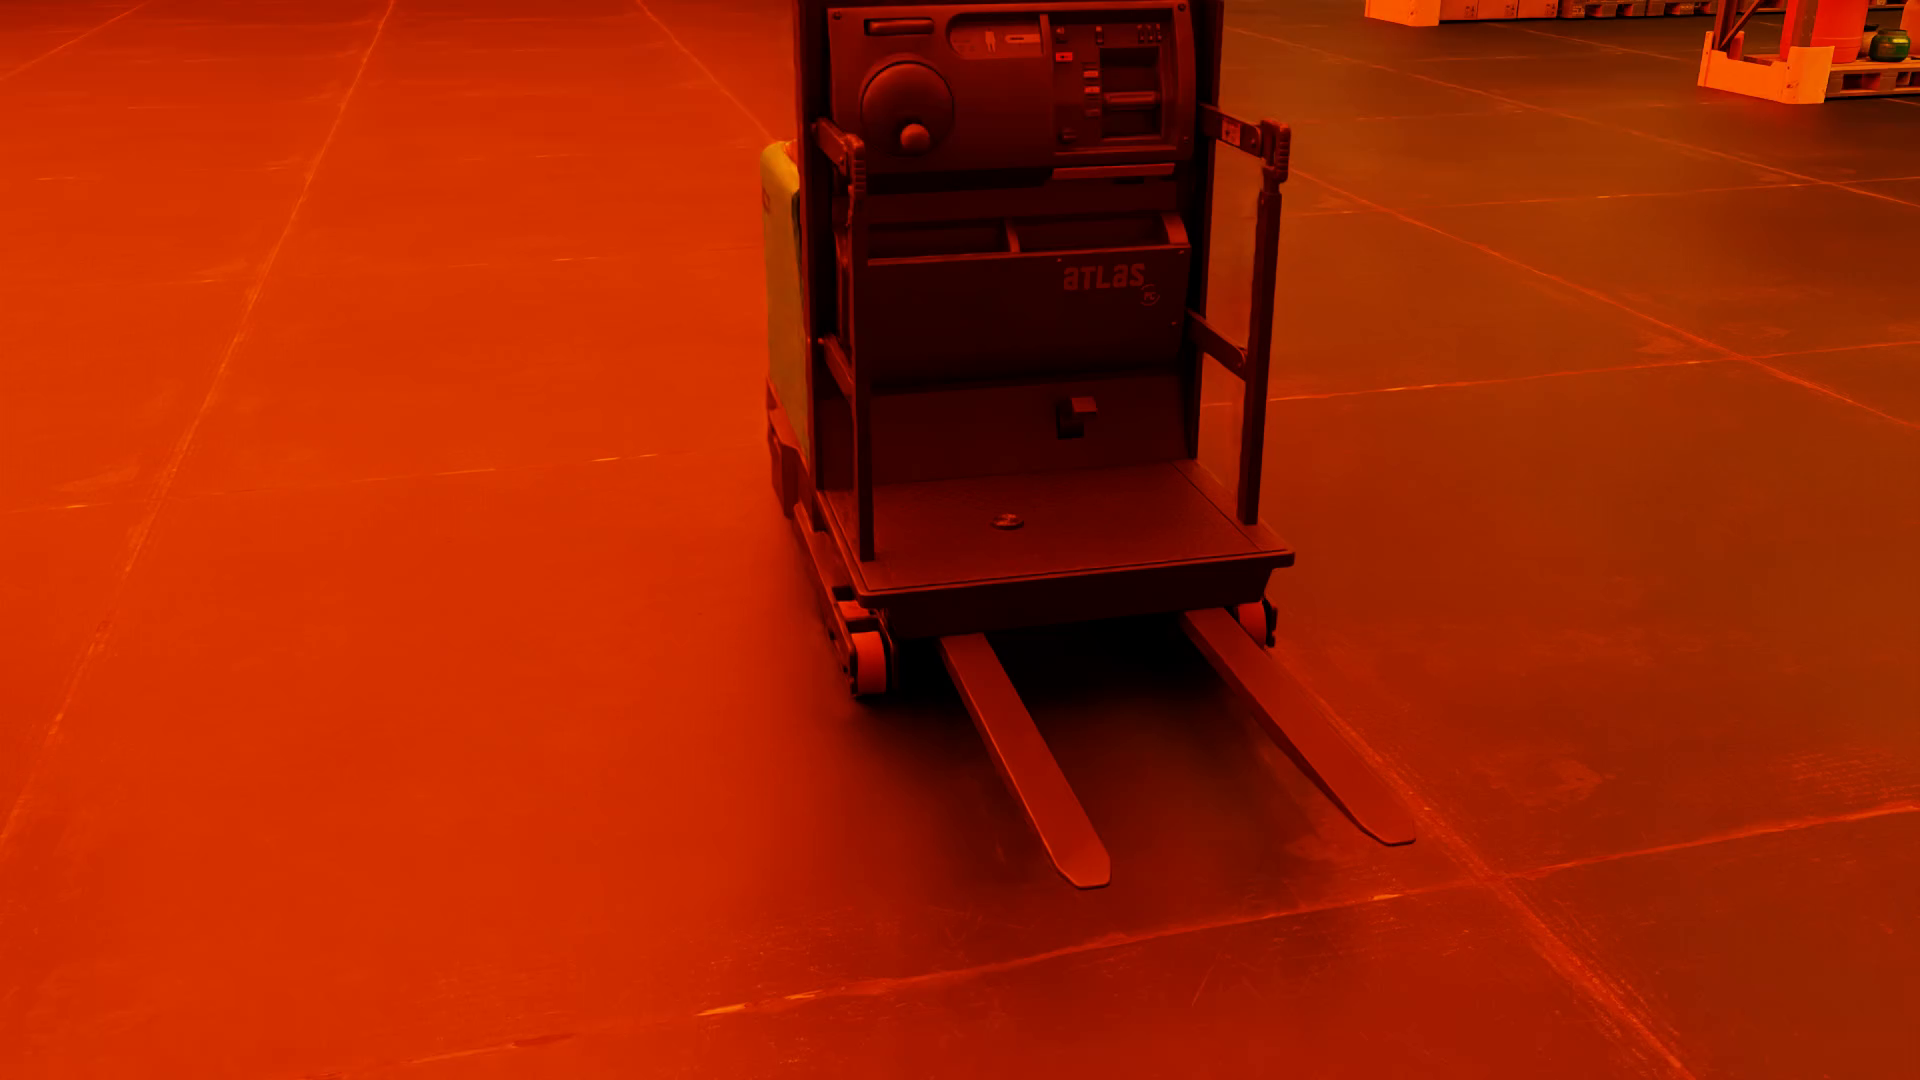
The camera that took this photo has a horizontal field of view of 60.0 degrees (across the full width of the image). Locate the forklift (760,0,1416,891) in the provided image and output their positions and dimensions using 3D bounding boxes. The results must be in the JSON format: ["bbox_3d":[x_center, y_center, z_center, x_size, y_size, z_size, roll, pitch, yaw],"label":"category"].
[{"bbox_3d":[0.188,-1.121,3.944,1.130,2.935,3.031,-5,24,-12],"label":"forklift"}]
